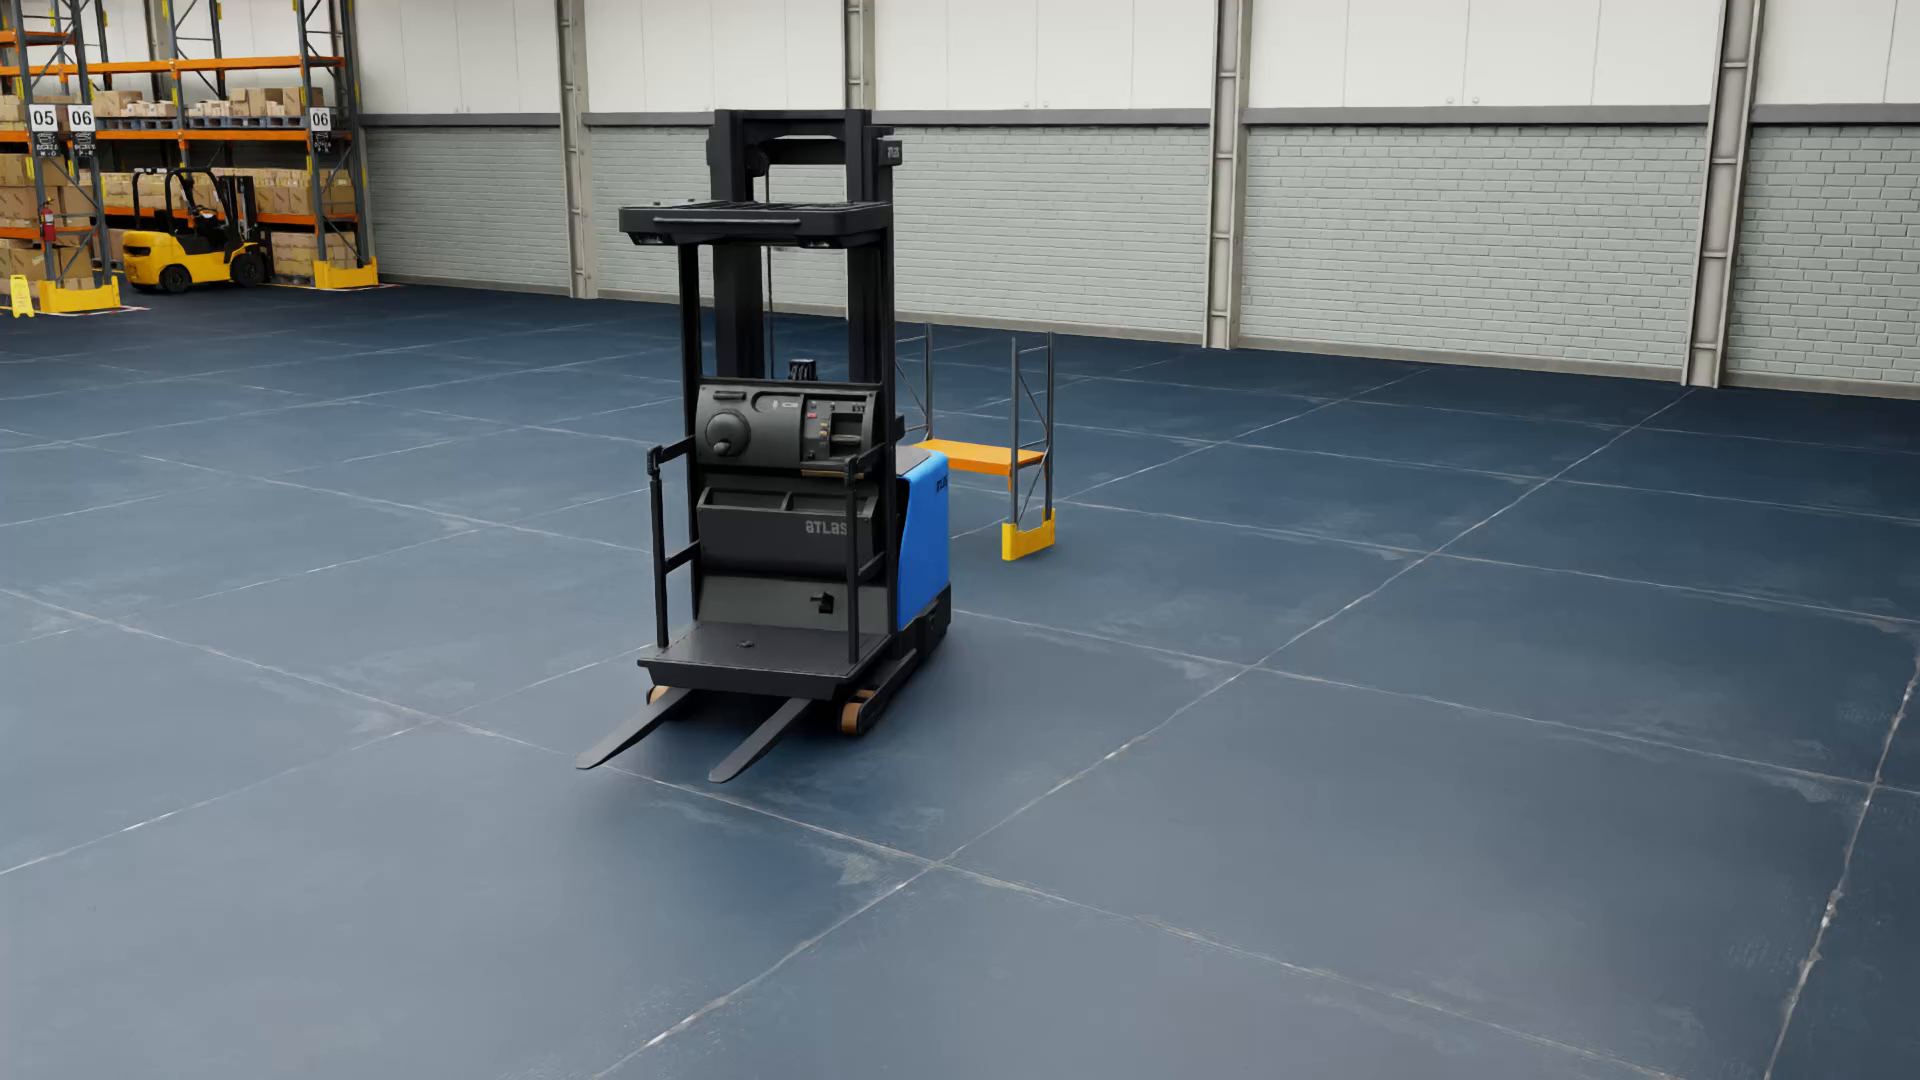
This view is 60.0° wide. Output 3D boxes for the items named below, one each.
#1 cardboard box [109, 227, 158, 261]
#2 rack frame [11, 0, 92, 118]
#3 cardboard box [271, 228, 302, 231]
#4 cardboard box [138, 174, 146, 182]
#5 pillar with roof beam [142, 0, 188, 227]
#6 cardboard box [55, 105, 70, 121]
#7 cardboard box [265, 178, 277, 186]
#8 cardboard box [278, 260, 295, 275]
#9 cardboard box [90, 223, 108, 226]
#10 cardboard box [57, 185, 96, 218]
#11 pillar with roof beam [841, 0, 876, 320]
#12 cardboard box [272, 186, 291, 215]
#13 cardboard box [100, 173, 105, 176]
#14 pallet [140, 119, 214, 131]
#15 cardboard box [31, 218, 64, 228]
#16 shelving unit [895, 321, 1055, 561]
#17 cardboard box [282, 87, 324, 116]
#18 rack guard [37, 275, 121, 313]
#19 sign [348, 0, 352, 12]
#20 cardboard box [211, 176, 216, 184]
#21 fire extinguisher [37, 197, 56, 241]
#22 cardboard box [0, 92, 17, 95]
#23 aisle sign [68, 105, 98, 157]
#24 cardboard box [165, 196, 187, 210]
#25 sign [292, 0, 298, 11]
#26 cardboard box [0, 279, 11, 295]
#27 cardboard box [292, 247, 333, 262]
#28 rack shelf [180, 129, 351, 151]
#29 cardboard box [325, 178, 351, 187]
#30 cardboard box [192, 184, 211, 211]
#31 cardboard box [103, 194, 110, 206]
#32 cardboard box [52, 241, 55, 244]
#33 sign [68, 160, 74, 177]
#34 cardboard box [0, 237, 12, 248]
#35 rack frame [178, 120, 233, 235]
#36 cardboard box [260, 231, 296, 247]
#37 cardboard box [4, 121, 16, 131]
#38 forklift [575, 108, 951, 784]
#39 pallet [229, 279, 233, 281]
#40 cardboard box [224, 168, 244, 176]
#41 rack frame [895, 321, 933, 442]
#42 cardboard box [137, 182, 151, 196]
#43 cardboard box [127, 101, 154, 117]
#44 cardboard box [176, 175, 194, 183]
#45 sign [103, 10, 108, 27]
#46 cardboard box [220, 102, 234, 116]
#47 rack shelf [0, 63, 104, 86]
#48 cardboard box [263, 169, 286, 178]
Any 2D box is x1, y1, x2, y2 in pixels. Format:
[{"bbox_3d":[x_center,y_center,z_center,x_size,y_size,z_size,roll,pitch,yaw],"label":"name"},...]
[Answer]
[{"bbox_3d":[-16.962,-6.120,34.372,0.625,0.625,0.875,10,17,35],"label":"cardboard box"},{"bbox_3d":[-14.148,-8.090,25.779,0.127,3.000,1.000,9,17,33],"label":"rack frame"},{"bbox_3d":[-12.921,-5.831,31.903,0.500,0.250,0.500,9,16,32],"label":"cardboard box"},{"bbox_3d":[-16.184,-7.235,33.251,0.250,0.149,0.380,9,17,33],"label":"cardboard box"},{"bbox_3d":[-18.837,-9.300,30.665,0.400,9.000,9.100,9,17,33],"label":"pillar with roof beam"},{"bbox_3d":[-14.416,-6.827,26.608,0.500,0.250,0.500,9,16,32],"label":"cardboard box"},{"bbox_3d":[-12.682,-6.660,30.926,0.250,0.149,0.380,9,16,31],"label":"cardboard box"},{"bbox_3d":[-12.354,-5.106,31.057,0.500,0.250,0.500,9,17,33],"label":"cardboard box"},{"bbox_3d":[-18.483,-6.720,35.705,0.250,0.149,0.380,10,17,35],"label":"cardboard box"},{"bbox_3d":[-14.386,-5.490,26.932,0.500,0.500,0.500,9,16,32],"label":"cardboard box"},{"bbox_3d":[-3.901,-6.886,20.913,0.400,9.000,9.100,9,17,33],"label":"pillar with roof beam"},{"bbox_3d":[-12.361,-6.302,30.831,0.500,0.500,0.500,10,17,35],"label":"cardboard box"},{"bbox_3d":[-17.469,-7.438,34.072,0.250,0.149,0.380,10,17,34],"label":"cardboard box"},{"bbox_3d":[-15.439,-8.184,32.797,1.217,0.209,0.805,8,16,31],"label":"pallet"},{"bbox_3d":[-14.577,-5.064,26.560,0.250,0.149,0.380,10,17,35],"label":"cardboard box"},{"bbox_3d":[0.063,-0.718,11.602,1.083,1.500,0.587,9,17,33],"label":"shelving unit"},{"bbox_3d":[-11.884,-7.936,30.108,0.500,0.500,0.500,10,17,35],"label":"cardboard box"},{"bbox_3d":[-14.211,-3.975,26.841,0.348,0.500,1.175,9,17,33],"label":"rack guard"},{"bbox_3d":[-11.066,-9.721,30.091,0.005,0.325,0.100,9,17,33],"label":"sign"},{"bbox_3d":[-14.134,-6.909,31.934,0.250,0.149,0.380,9,17,33],"label":"cardboard box"},{"bbox_3d":[-14.310,-5.034,26.076,0.183,0.674,0.296,9,17,33],"label":"fire extinguisher"},{"bbox_3d":[-20.808,-9.654,36.295,0.258,0.266,0.396,9,17,33],"label":"cardboard box"},{"bbox_3d":[-13.923,-6.494,26.403,0.004,0.787,0.394,9,17,33],"label":"aisle sign"},{"bbox_3d":[-15.264,-6.648,32.747,0.500,0.250,0.500,10,17,34],"label":"cardboard box"},{"bbox_3d":[-11.695,-9.466,29.228,0.005,0.325,0.100,9,17,33],"label":"sign"},{"bbox_3d":[-15.394,-4.173,27.288,0.500,0.250,0.500,9,17,33],"label":"cardboard box"},{"bbox_3d":[-11.959,-5.283,30.731,0.500,0.250,0.500,9,16,32],"label":"cardboard box"},{"bbox_3d":[-13.040,-7.544,31.309,4.000,0.370,1.077,9,17,33],"label":"rack shelf"},{"bbox_3d":[-11.517,-6.629,30.802,0.250,0.149,0.380,9,16,31],"label":"cardboard box"},{"bbox_3d":[-14.477,-6.642,32.204,0.500,0.500,0.500,9,16,31],"label":"cardboard box"},{"bbox_3d":[-17.372,-6.992,34.138,0.500,0.250,0.500,9,16,32],"label":"cardboard box"},{"bbox_3d":[-19.335,-6.385,35.700,0.500,0.500,0.500,10,17,35],"label":"cardboard box"},{"bbox_3d":[-18.314,-7.656,34.262,0.005,0.325,0.100,9,17,33],"label":"sign"},{"bbox_3d":[-15.507,-4.852,27.119,0.250,0.149,0.380,10,17,34],"label":"cardboard box"},{"bbox_3d":[-14.700,-6.705,32.667,0.127,3.000,1.000,9,17,33],"label":"rack frame"},{"bbox_3d":[-12.788,-5.656,31.195,0.500,0.250,0.500,9,17,34],"label":"cardboard box"},{"bbox_3d":[-14.825,-6.531,26.246,0.250,0.149,0.380,9,17,33],"label":"cardboard box"},{"bbox_3d":[-0.920,-0.579,8.062,1.130,2.935,3.031,4,14,14],"label":"forklift"},{"bbox_3d":[-14.063,-5.236,32.537,1.213,0.211,1.003,9,17,33],"label":"pallet"},{"bbox_3d":[-13.730,-6.977,31.588,0.250,0.149,0.380,9,16,32],"label":"cardboard box"},{"bbox_3d":[-0.351,-0.785,11.872,0.032,1.500,0.500,9,17,33],"label":"rack frame"},{"bbox_3d":[-16.102,-7.027,33.239,0.500,0.250,0.500,10,17,34],"label":"cardboard box"},{"bbox_3d":[-16.073,-8.522,32.866,0.500,0.311,0.500,9,16,31],"label":"cardboard box"},{"bbox_3d":[-15.107,-7.070,32.583,0.250,0.149,0.380,10,17,35],"label":"cardboard box"},{"bbox_3d":[-17.712,-10.795,34.430,0.005,0.325,0.100,9,17,33],"label":"sign"},{"bbox_3d":[-13.638,-8.089,31.211,0.258,0.266,0.396,9,16,31],"label":"cardboard box"},{"bbox_3d":[-19.678,-9.878,35.331,4.000,0.370,1.077,9,17,33],"label":"rack shelf"},{"bbox_3d":[-12.693,-6.800,30.873,0.250,0.149,0.380,10,17,34],"label":"cardboard box"}]
